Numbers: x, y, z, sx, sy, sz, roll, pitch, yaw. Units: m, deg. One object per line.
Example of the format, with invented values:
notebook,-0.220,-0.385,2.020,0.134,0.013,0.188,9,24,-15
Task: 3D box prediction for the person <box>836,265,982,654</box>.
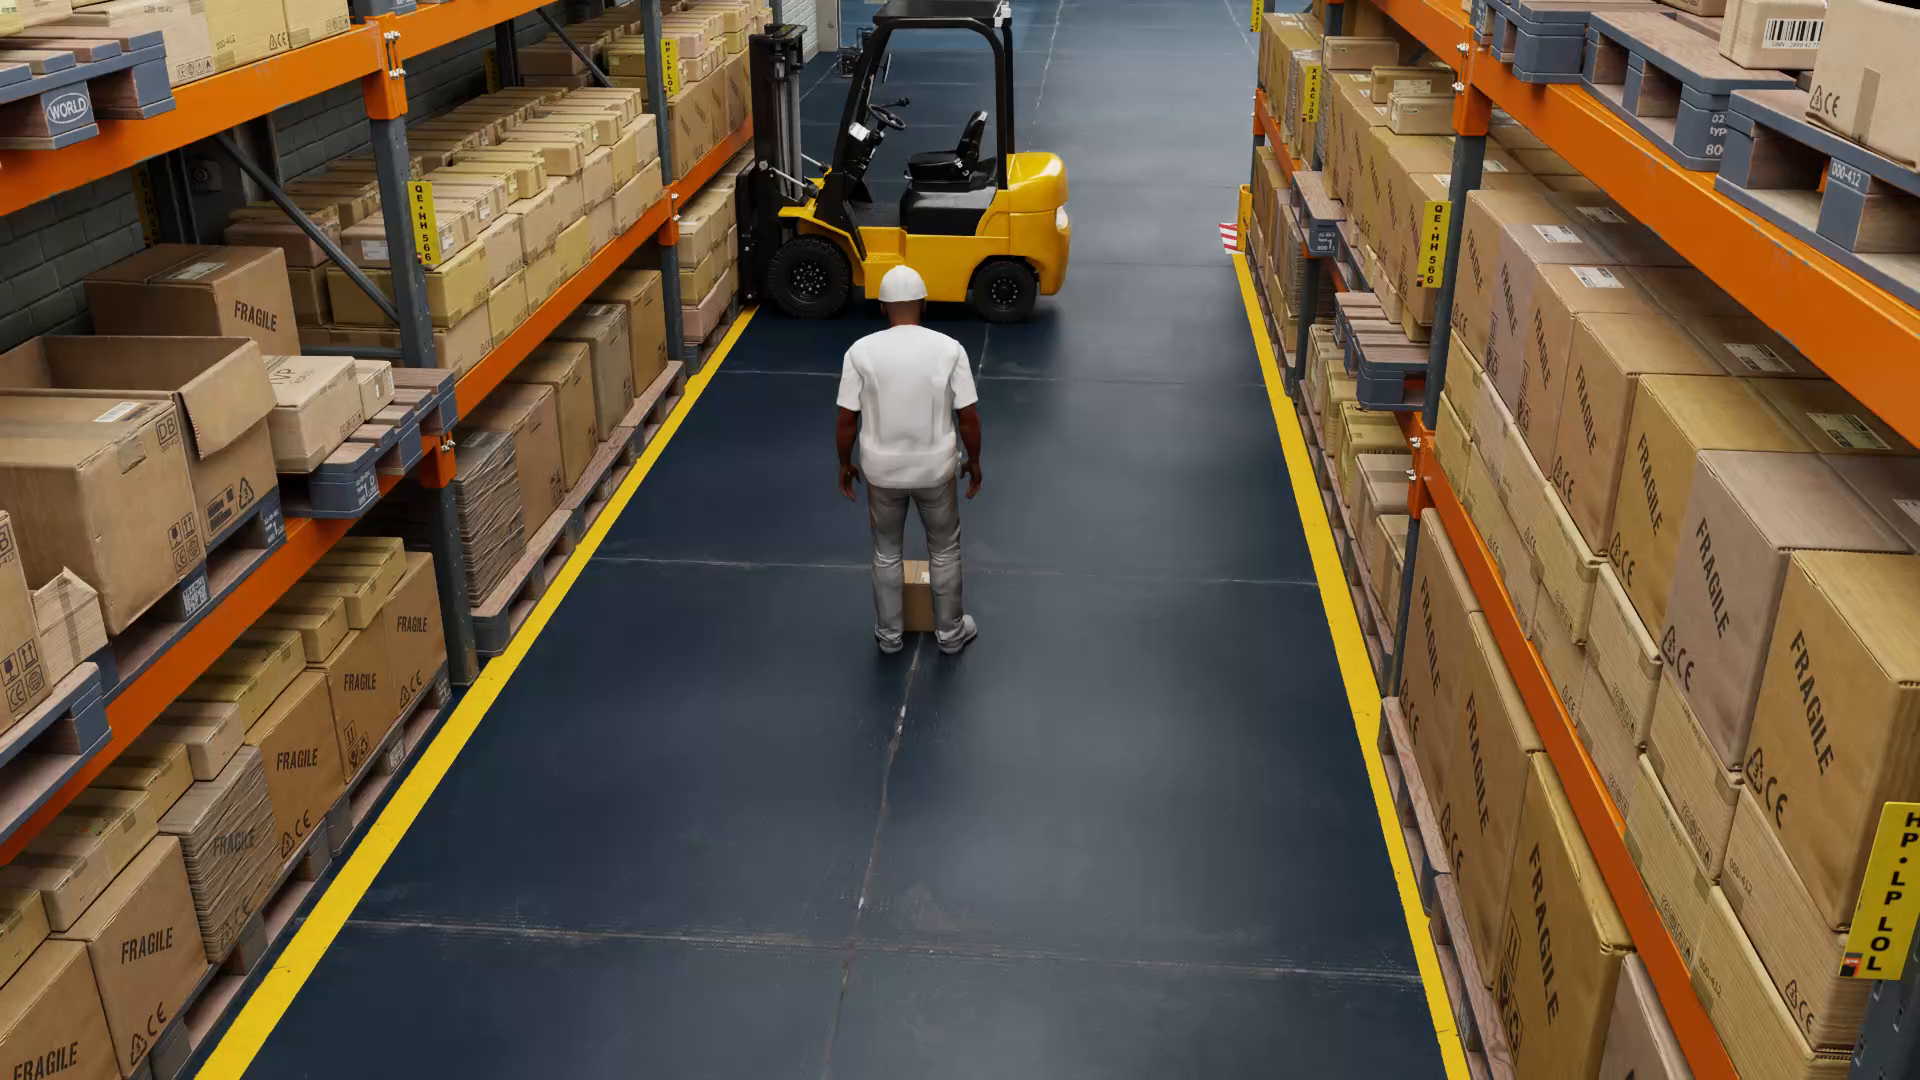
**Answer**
person,-0.220,-0.329,7.314,0.634,1.756,0.459,0,24,1
